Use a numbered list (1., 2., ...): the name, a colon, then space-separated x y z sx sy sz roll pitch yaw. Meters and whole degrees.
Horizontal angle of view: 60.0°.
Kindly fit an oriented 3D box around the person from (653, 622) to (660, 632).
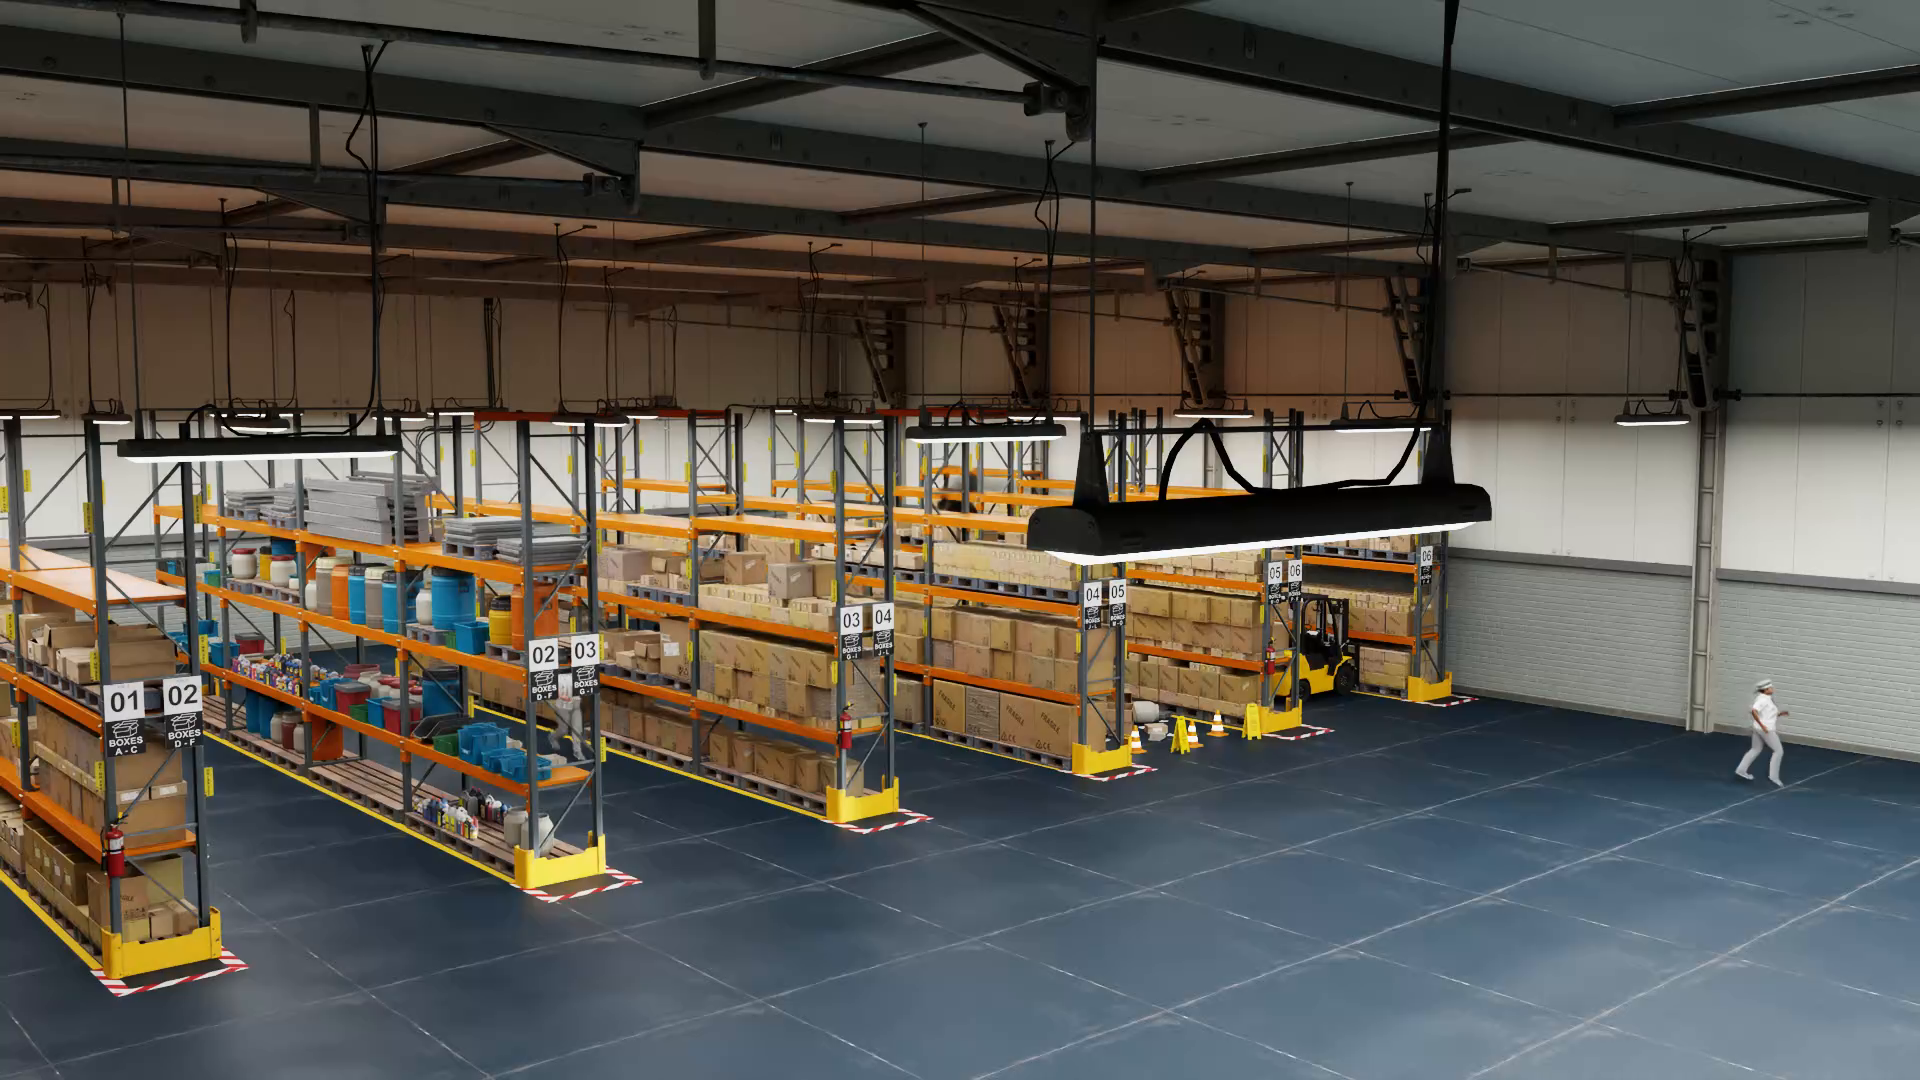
1. person: -7.379 1.947 41.206 0.513 1.546 0.600 2 6 25

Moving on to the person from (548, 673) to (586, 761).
1. person: -6.843 2.912 28.972 0.944 1.790 0.664 5 7 45

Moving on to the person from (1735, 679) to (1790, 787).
1. person: 13.038 3.122 26.970 0.756 1.760 0.549 1 5 11
